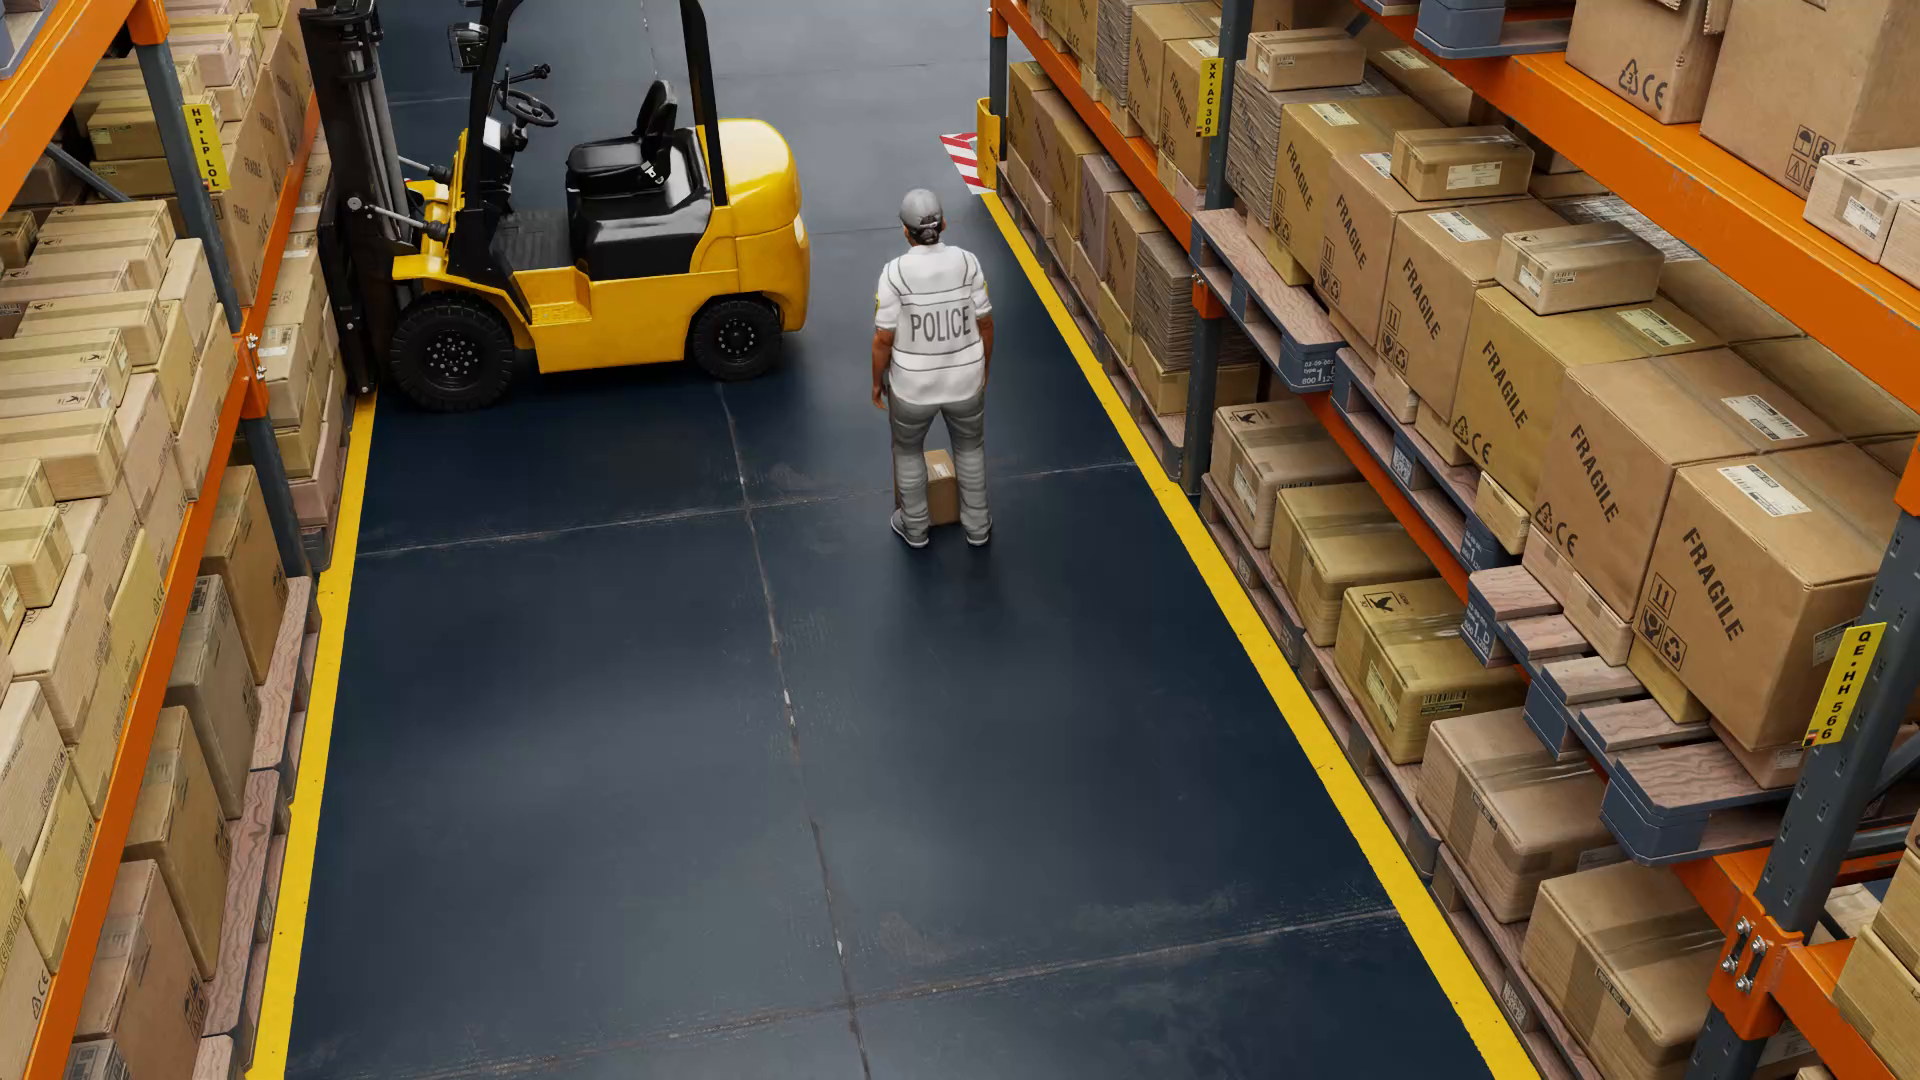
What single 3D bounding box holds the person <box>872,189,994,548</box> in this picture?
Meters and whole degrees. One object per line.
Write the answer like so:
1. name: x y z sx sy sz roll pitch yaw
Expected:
1. person: -0.108 -0.700 7.152 0.563 1.667 0.462 -9 36 -13
